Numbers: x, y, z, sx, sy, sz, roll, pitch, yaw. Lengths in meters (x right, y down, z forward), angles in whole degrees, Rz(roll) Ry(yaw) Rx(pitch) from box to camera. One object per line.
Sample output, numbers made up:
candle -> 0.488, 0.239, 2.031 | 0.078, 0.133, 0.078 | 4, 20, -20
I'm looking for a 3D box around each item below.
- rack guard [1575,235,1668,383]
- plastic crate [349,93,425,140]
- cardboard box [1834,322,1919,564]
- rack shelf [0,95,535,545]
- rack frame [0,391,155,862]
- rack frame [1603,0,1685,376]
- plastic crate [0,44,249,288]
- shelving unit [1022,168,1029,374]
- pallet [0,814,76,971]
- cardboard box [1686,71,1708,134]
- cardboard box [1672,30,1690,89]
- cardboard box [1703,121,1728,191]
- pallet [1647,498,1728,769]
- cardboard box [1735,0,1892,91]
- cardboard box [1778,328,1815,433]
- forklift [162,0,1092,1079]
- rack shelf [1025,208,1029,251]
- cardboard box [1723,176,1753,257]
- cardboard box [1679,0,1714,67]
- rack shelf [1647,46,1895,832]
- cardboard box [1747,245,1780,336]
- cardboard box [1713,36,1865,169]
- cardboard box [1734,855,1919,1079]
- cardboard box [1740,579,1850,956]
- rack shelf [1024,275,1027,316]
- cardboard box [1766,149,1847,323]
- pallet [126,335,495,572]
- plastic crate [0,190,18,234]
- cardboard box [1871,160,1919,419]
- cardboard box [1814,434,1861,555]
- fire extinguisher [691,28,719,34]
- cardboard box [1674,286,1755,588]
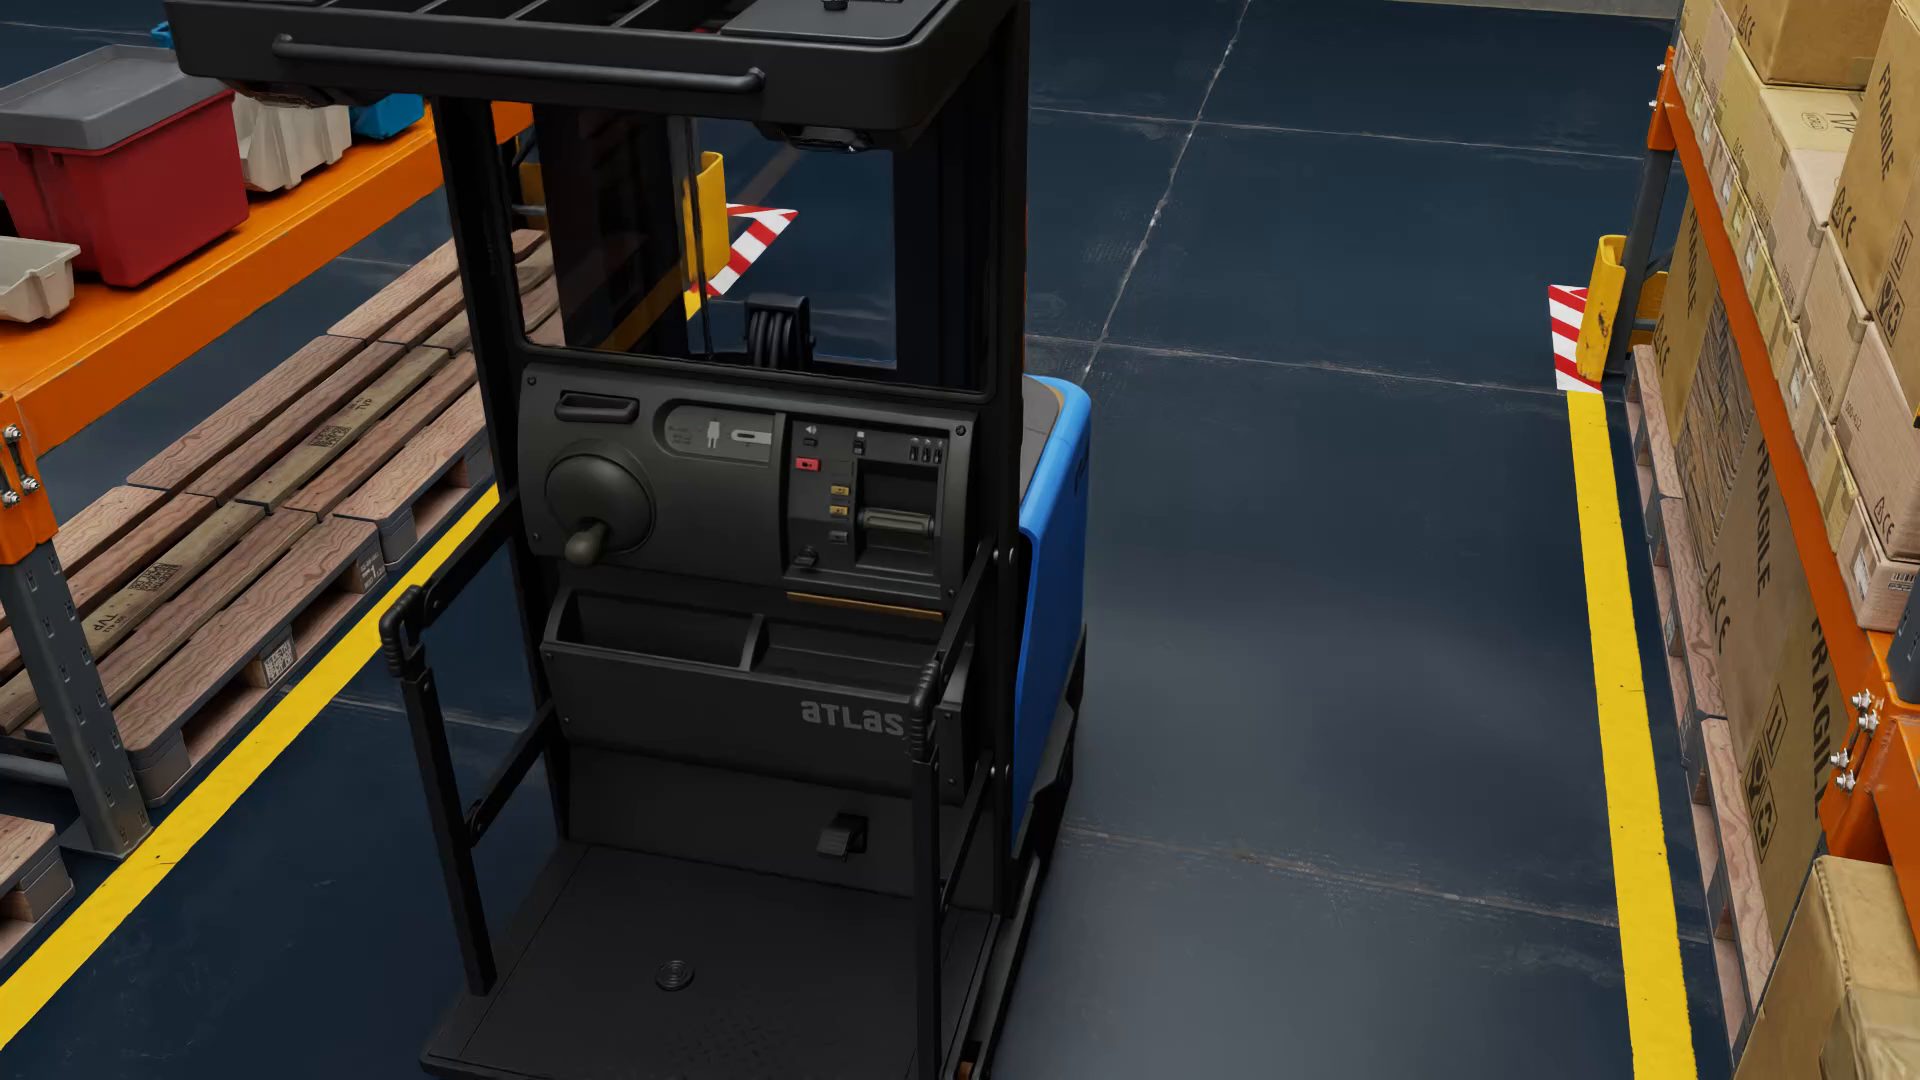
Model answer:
rack guard -> 3.130, -0.871, 6.654 | 1.175, 0.500, 0.348 | 8, 33, 12
plastic crate -> -1.940, -1.442, 5.322 | 0.416, 0.233, 0.300 | 8, 33, 12
cardboard box -> 1.967, -0.165, 3.076 | 0.500, 0.250, 0.500 | 7, 33, 11
rack shelf -> -2.175, -1.246, 5.585 | 1.077, 0.370, 4.000 | 8, 33, 12
rack frame -> -2.682, -0.512, 3.760 | 1.000, 3.000, 0.127 | 8, 33, 12
rack frame -> 3.124, -1.914, 5.964 | 1.000, 3.000, 0.127 | 8, 33, 12
plastic crate -> -2.213, -0.994, 4.402 | 0.402, 0.464, 0.583 | 8, 33, 12
shelving unit -> 0.042, -0.592, 5.563 | 0.258, 1.200, 0.503 | 8, 33, 12
pallet -> -2.918, 1.059, 3.887 | 1.003, 0.211, 1.213 | 8, 33, 12
cardboard box -> 2.586, -1.402, 5.394 | 0.380, 0.149, 0.250 | 7, 33, 11
cardboard box -> 2.714, -1.668, 5.812 | 0.380, 0.149, 0.250 | 8, 33, 13
cardboard box -> 2.456, -1.135, 4.973 | 0.380, 0.149, 0.250 | 7, 33, 11
pallet -> 2.685, 0.320, 5.050 | 1.003, 0.211, 1.213 | 8, 33, 12
cardboard box -> 2.488, -1.551, 4.557 | 0.500, 0.500, 0.500 | 7, 33, 11
cardboard box -> 2.065, -0.335, 3.715 | 0.380, 0.149, 0.250 | 9, 33, 13
forklift -> -0.480, -0.050, 3.097 | 1.130, 2.935, 3.031 | 7, 33, 11
rack shelf -> 0.042, -0.924, 5.352 | 0.258, 0.148, 0.480 | 8, 33, 12
cardboard box -> 2.325, -0.870, 4.557 | 0.380, 0.149, 0.250 | 7, 33, 11
cardboard box -> 2.741, -1.763, 5.591 | 0.500, 0.250, 0.500 | 7, 33, 11
rack shelf -> 2.616, -0.572, 4.525 | 1.077, 0.370, 4.000 | 8, 33, 12
cardboard box -> 2.195, -0.602, 4.135 | 0.380, 0.149, 0.250 | 7, 33, 12
cardboard box -> 2.484, -1.233, 4.755 | 0.500, 0.250, 0.500 | 7, 33, 11
cardboard box -> 1.966, 1.216, 2.630 | 1.225, 0.875, 0.875 | 8, 33, 13
cardboard box -> 2.354, 0.550, 3.678 | 0.875, 0.875, 0.875 | 8, 33, 12
rack shelf -> 0.042, -0.724, 5.479 | 0.258, 0.148, 0.480 | 8, 33, 12
cardboard box -> 2.225, -0.699, 3.916 | 0.500, 0.250, 0.500 | 9, 33, 13
pallet -> -2.225, -0.357, 6.115 | 1.003, 0.211, 1.213 | 8, 33, 12
plastic crate -> -2.658, -1.039, 4.789 | 0.437, 0.125, 0.590 | 8, 33, 12
cardboard box -> 1.967, -0.492, 2.891 | 0.500, 0.500, 0.500 | 9, 34, 14
cardboard box -> 1.934, -0.069, 3.296 | 0.380, 0.149, 0.250 | 9, 33, 13
fire extinguisher -> -1.189, -2.414, 7.171 | 0.296, 0.674, 0.183 | 8, 33, 12
cardboard box -> 2.808, -0.379, 5.139 | 0.875, 0.875, 0.875 | 8, 33, 12
